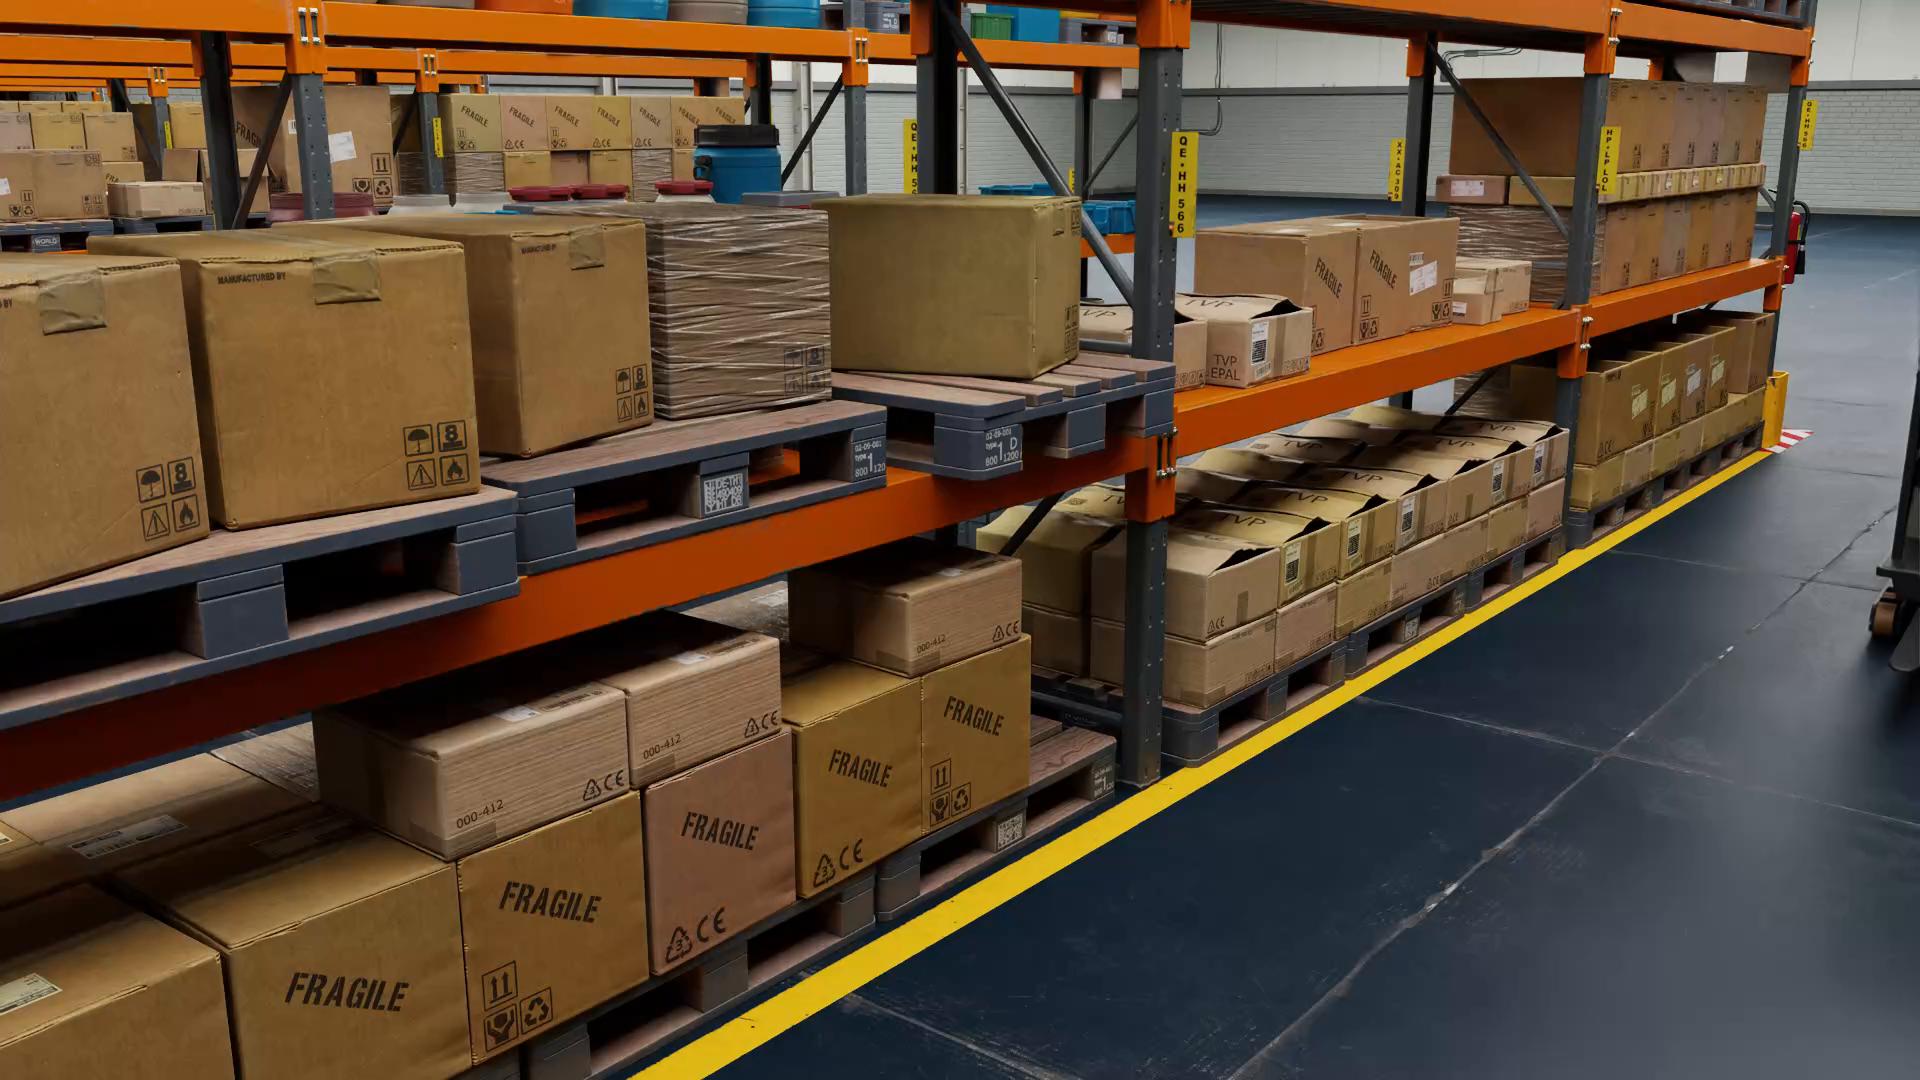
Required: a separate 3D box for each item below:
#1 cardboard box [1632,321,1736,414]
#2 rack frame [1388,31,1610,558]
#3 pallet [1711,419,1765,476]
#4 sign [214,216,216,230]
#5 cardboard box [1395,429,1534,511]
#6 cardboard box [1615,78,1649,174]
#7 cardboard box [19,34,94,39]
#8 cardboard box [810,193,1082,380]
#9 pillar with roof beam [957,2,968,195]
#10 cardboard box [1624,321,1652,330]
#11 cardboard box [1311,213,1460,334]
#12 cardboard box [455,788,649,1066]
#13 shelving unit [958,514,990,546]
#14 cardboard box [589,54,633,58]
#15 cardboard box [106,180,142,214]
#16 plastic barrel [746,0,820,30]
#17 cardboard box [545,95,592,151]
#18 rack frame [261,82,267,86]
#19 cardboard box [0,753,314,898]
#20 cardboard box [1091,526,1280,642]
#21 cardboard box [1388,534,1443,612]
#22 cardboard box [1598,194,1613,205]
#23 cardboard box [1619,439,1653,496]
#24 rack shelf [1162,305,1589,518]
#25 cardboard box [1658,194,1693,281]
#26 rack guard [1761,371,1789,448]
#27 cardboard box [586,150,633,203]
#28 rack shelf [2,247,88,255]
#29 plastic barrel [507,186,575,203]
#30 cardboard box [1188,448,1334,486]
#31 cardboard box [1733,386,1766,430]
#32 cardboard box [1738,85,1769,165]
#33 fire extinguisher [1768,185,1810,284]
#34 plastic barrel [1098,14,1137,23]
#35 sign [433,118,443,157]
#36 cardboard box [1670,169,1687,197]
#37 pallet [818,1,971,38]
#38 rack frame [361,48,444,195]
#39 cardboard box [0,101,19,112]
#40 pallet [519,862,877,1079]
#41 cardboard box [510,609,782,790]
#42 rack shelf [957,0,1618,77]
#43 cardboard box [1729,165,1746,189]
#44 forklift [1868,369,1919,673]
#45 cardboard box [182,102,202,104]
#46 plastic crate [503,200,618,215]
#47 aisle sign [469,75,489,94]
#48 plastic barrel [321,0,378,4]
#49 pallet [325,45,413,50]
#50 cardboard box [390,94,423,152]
[{"bbox_3d":[4.579,-1.102,10.577,0.500,0.500,0.500,11,18,38],"label":"cardboard box"},{"bbox_3d":[2.788,-1.444,8.716,1.000,3.000,0.127,11,18,38],"label":"rack frame"},{"bbox_3d":[4.854,-0.706,11.473,1.003,0.211,1.213,11,18,38],"label":"pallet"},{"bbox_3d":[-4.009,-1.608,9.030,0.100,0.325,0.005,11,18,38],"label":"sign"},{"bbox_3d":[2.434,-0.364,8.058,0.500,0.311,0.500,12,18,39],"label":"cardboard box"},{"bbox_3d":[3.378,-2.304,9.264,0.700,0.500,0.500,11,18,37],"label":"cardboard box"},{"bbox_3d":[-6.613,-3.742,11.973,0.500,0.250,0.500,12,18,39],"label":"cardboard box"},{"bbox_3d":[-0.034,-0.792,5.093,0.700,0.500,0.500,5,15,19],"label":"cardboard box"},{"bbox_3d":[3.322,-12.889,41.582,9.100,9.000,0.400,11,18,38],"label":"pillar with roof beam"},{"bbox_3d":[4.175,-1.183,10.894,0.500,0.500,0.500,11,18,38],"label":"cardboard box"},{"bbox_3d":[1.961,-1.247,7.737,0.500,0.500,0.500,13,19,41],"label":"cardboard box"},{"bbox_3d":[-1.100,0.833,3.936,0.500,0.500,0.500,12,18,38],"label":"cardboard box"},{"bbox_3d":[0.009,-0.584,8.986,0.258,1.200,0.189,11,18,38],"label":"shelving unit"},{"bbox_3d":[-3.459,-4.703,15.758,0.500,0.250,0.500,11,18,37],"label":"cardboard box"},{"bbox_3d":[-6.591,-2.711,13.124,0.396,0.266,0.258,11,18,36],"label":"cardboard box"},{"bbox_3d":[-1.213,-3.777,10.789,0.600,0.901,0.708,11,18,38],"label":"plastic barrel"},{"bbox_3d":[-3.807,-3.894,15.520,0.500,0.500,0.500,11,18,38],"label":"cardboard box"},{"bbox_3d":[-10.109,-5.278,23.805,1.000,3.000,0.127,11,18,38],"label":"rack frame"},{"bbox_3d":[-1.836,0.854,3.853,0.500,0.500,0.500,11,18,38],"label":"cardboard box"},{"bbox_3d":[0.831,0.124,6.134,0.500,0.311,0.500,12,19,39],"label":"cardboard box"},{"bbox_3d":[1.791,0.101,7.365,0.500,0.250,0.500,12,18,39],"label":"cardboard box"},{"bbox_3d":[3.265,-1.877,8.898,0.380,0.149,0.250,12,18,38],"label":"cardboard box"},{"bbox_3d":[3.633,-0.452,9.541,0.500,0.250,0.500,11,18,38],"label":"cardboard box"},{"bbox_3d":[1.531,-0.713,7.297,1.077,0.370,4.000,11,18,38],"label":"rack shelf"},{"bbox_3d":[4.028,-1.874,10.206,0.700,0.500,0.500,12,19,39],"label":"cardboard box"},{"bbox_3d":[5.317,-1.003,12.057,1.175,0.500,0.348,11,18,38],"label":"rack guard"},{"bbox_3d":[-3.660,-3.538,16.151,0.875,0.500,0.500,11,18,38],"label":"cardboard box"},{"bbox_3d":[-6.172,-2.246,13.334,1.077,0.370,4.000,11,18,38],"label":"rack shelf"},{"bbox_3d":[-2.568,-1.905,10.252,0.433,0.535,0.433,0,14,0],"label":"plastic barrel"},{"bbox_3d":[1.369,-0.252,7.614,0.500,0.311,0.500,12,18,39],"label":"cardboard box"},{"bbox_3d":[5.195,-0.933,11.434,0.500,0.250,0.500,11,18,38],"label":"cardboard box"},{"bbox_3d":[4.965,-2.790,11.175,0.700,0.500,0.500,11,18,38],"label":"cardboard box"},{"bbox_3d":[5.737,-2.124,11.547,0.296,0.674,0.183,11,18,38],"label":"fire extinguisher"},{"bbox_3d":[1.245,-4.730,13.834,0.600,0.830,0.708,11,18,38],"label":"plastic barrel"},{"bbox_3d":[-4.481,-3.454,14.275,0.100,0.325,0.005,11,18,38],"label":"sign"},{"bbox_3d":[4.078,-2.126,9.878,0.380,0.149,0.250,11,18,37],"label":"cardboard box"},{"bbox_3d":[-0.685,-3.727,11.993,1.213,0.211,1.003,11,18,38],"label":"pallet"},{"bbox_3d":[-4.915,-2.978,14.753,1.000,3.000,0.127,11,18,38],"label":"rack frame"},{"bbox_3d":[-12.178,-5.239,20.818,0.700,0.500,0.500,11,18,37],"label":"cardboard box"},{"bbox_3d":[-0.992,1.043,4.588,1.003,0.211,1.213,11,18,38],"label":"pallet"},{"bbox_3d":[-0.803,0.380,4.195,0.500,0.250,0.500,11,18,36],"label":"cardboard box"},{"bbox_3d":[1.531,-2.166,6.927,1.077,0.370,4.000,11,18,38],"label":"rack shelf"},{"bbox_3d":[4.886,-2.371,10.844,0.380,0.149,0.250,11,18,37],"label":"cardboard box"},{"bbox_3d":[4.689,-0.972,6.996,1.130,2.935,3.031,10,17,34],"label":"forklift"},{"bbox_3d":[-10.584,-5.727,22.738,0.700,0.500,0.500,11,18,38],"label":"cardboard box"},{"bbox_3d":[-2.323,-1.739,9.745,0.402,0.464,0.583,11,18,38],"label":"plastic crate"},{"bbox_3d":[-5.917,-5.758,20.417,0.394,0.787,0.004,11,18,38],"label":"aisle sign"},{"bbox_3d":[-3.143,-2.966,8.385,0.421,0.512,0.421,0,14,0],"label":"plastic barrel"},{"bbox_3d":[-5.386,-4.239,14.007,1.213,0.211,1.003,11,18,38],"label":"pallet"},{"bbox_3d":[-4.846,-3.784,15.088,0.500,0.500,0.500,11,18,38],"label":"cardboard box"}]
